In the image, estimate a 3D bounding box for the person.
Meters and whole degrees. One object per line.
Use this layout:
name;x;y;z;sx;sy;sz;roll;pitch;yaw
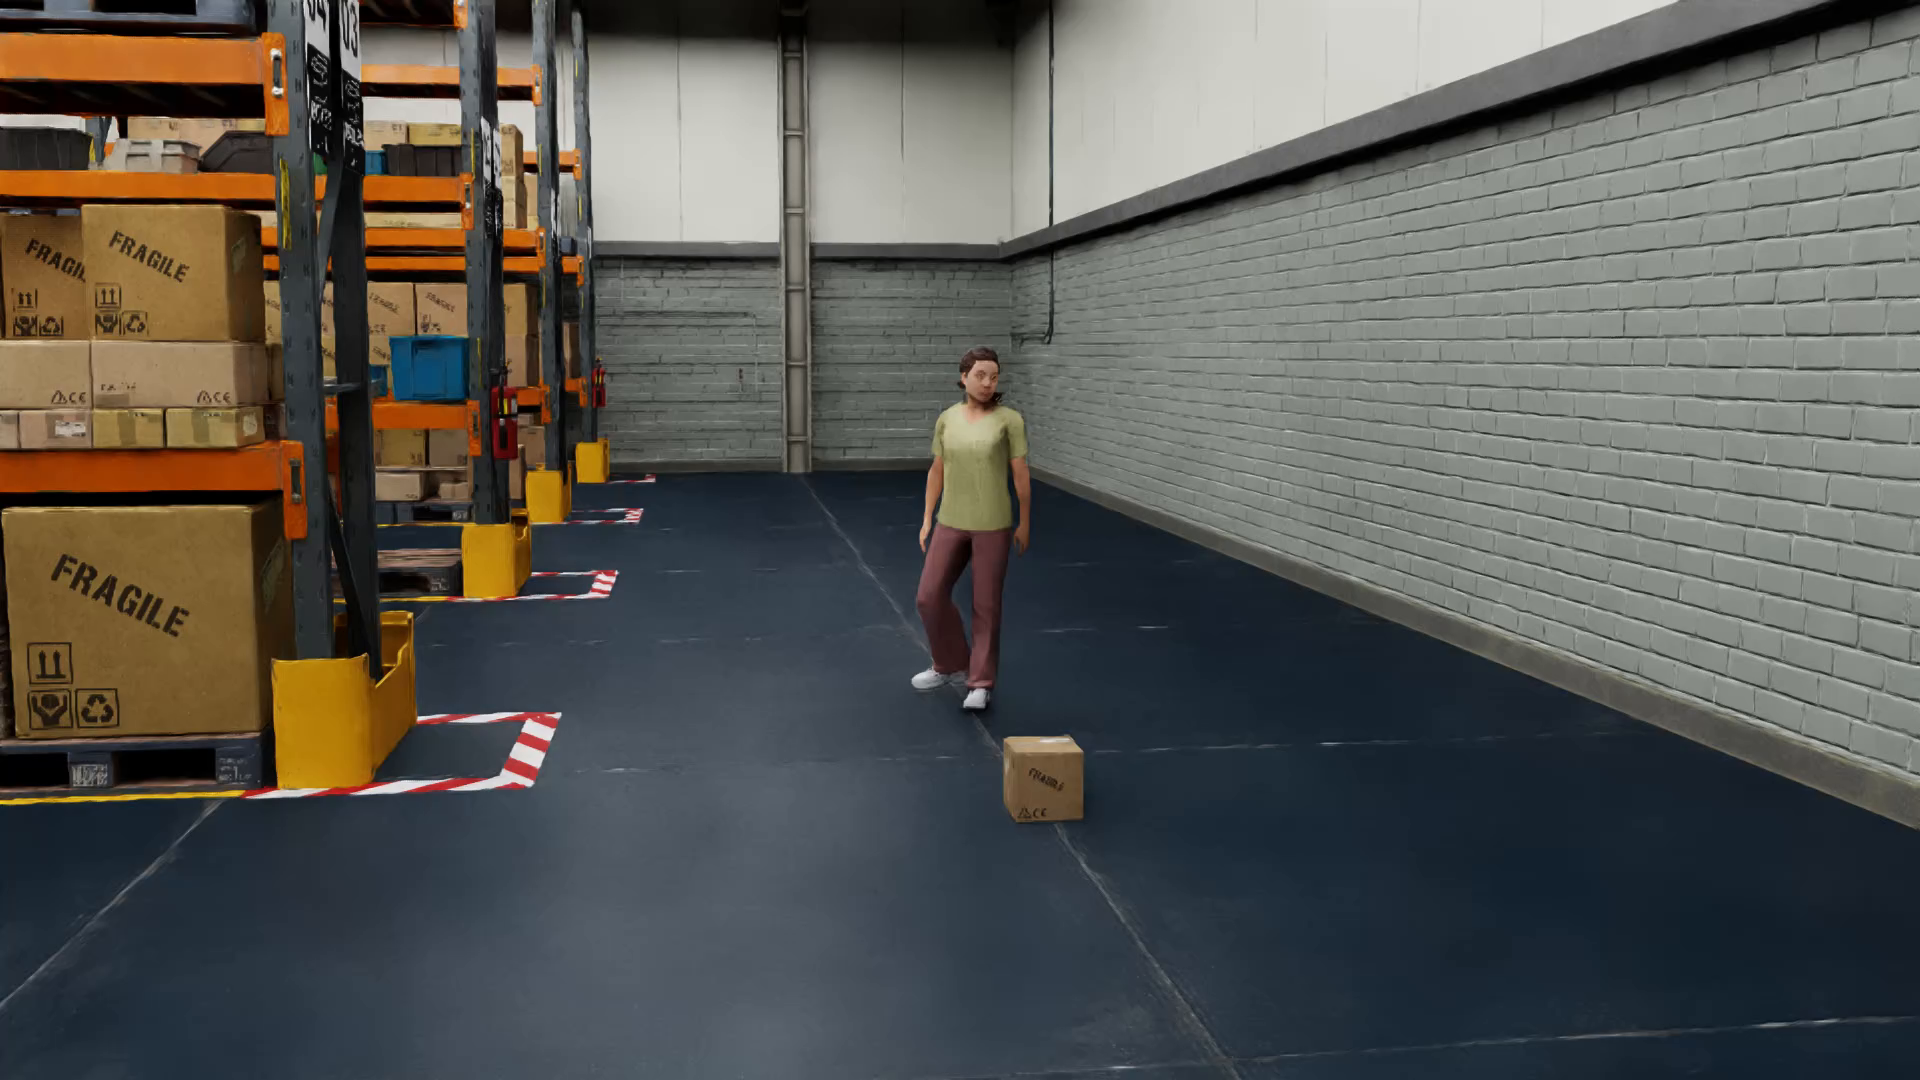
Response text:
person;0.021;-0.065;7.726;0.630;1.667;0.409;3;7;22
